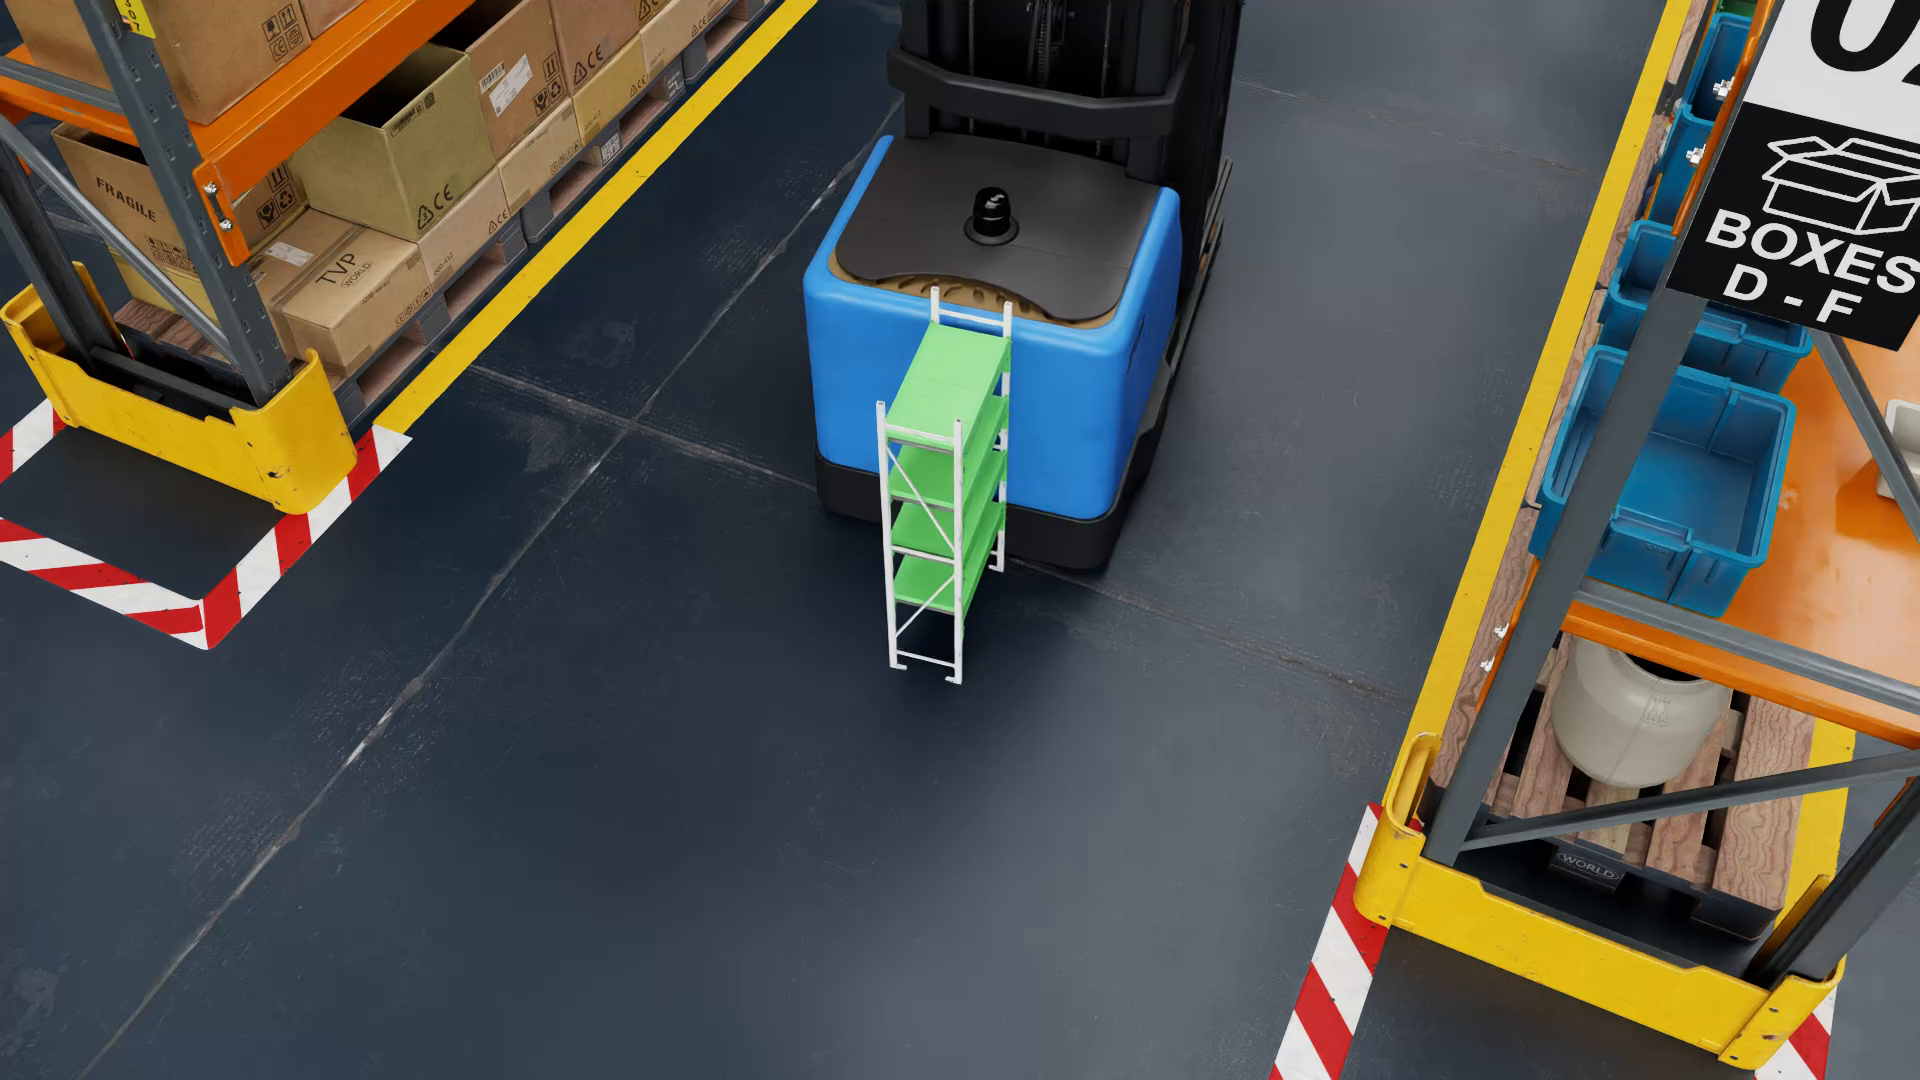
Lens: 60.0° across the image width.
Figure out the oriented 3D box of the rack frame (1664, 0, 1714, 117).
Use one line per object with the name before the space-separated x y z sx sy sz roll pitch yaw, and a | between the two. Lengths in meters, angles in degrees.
rack frame | 3.447 -2.509 5.915 1.000 3.000 0.127 20 52 16

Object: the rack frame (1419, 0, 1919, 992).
rack frame | 1.738 0.245 3.572 1.000 3.000 0.127 20 52 16

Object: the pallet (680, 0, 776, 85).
pallet | -1.408 -2.686 7.897 1.003 0.211 1.213 20 52 16

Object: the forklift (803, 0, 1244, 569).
forklift | 0.423 -2.004 5.531 1.130 2.935 3.031 13 51 11

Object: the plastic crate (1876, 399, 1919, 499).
plastic crate | 2.411 -0.181 4.107 0.298 0.136 0.250 20 52 16

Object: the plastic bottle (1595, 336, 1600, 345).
plastic bottle | 2.259 -0.587 5.779 0.152 0.276 0.135 20 53 16

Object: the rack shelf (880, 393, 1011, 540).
rack shelf | -0.038 -0.247 4.941 0.258 0.148 0.480 13 51 11

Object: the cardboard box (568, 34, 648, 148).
cardboard box | -1.666 -1.943 6.964 0.500 0.250 0.500 20 52 16

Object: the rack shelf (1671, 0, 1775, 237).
rack shelf | 2.592 -1.871 3.875 1.077 0.370 4.000 20 52 16

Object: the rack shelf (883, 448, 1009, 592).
rack shelf | -0.038 -0.092 5.124 0.258 0.148 0.480 13 51 11

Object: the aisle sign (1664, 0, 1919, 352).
aisle sign | 1.439 -0.644 2.622 0.394 0.787 0.004 20 52 16

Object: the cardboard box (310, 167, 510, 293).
cardboard box | -2.098 -1.256 6.379 0.500 0.250 0.500 20 52 16

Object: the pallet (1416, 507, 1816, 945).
pallet | 2.080 0.524 5.166 1.003 0.211 1.213 20 52 16

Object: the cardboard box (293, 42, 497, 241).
cardboard box | -2.097 -1.499 6.093 0.500 0.500 0.500 20 52 16

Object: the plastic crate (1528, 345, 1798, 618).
plastic crate | 1.681 -0.149 4.004 0.499 0.251 0.616 20 52 16

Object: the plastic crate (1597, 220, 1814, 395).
plastic crate | 1.964 -0.594 4.383 0.499 0.251 0.408 20 52 16

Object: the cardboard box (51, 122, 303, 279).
cardboard box | -2.779 -1.323 5.944 0.500 0.500 0.500 20 52 16

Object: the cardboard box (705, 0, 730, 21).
cardboard box | -1.253 -2.637 7.554 0.500 0.250 0.500 20 52 16

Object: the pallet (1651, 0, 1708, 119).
pallet | 3.747 -2.159 7.448 1.003 0.211 1.213 20 52 16

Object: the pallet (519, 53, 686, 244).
pallet | -1.928 -1.843 7.179 1.003 0.211 1.213 20 52 16

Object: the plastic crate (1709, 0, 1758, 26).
plastic crate | 2.612 -1.598 5.279 0.450 0.188 0.662 20 52 16

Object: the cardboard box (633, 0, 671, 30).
cardboard box | -1.465 -2.535 6.975 0.500 0.500 0.500 20 52 16

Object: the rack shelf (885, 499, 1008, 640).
rack shelf | -0.038 0.064 5.307 0.258 0.148 0.480 13 51 11

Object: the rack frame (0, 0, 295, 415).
rack frame | -2.739 -1.369 4.945 1.000 3.000 0.127 20 52 16

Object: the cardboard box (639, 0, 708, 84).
cardboard box | -1.453 -2.288 7.257 0.500 0.250 0.500 20 52 16

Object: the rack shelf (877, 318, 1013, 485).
rack shelf | -0.038 -0.403 4.759 0.258 0.148 0.480 13 51 11

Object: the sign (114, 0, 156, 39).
sign | -2.240 -1.490 4.428 0.100 0.325 0.005 20 52 16

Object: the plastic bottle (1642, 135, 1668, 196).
plastic bottle | 2.801 -1.461 6.523 0.152 0.276 0.135 22 53 17

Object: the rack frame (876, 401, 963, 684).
rack frame | -0.110 0.045 4.924 0.240 1.200 0.015 13 51 11

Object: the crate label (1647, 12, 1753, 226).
crate label | 2.280 -1.122 4.712 0.502 0.435 0.616 20 52 16

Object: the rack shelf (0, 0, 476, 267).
rack shelf | -1.885 -2.513 6.391 1.077 0.370 4.000 20 52 16

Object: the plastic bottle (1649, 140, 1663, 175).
plastic bottle | 2.828 -1.528 6.629 0.097 0.201 0.097 0 50 0

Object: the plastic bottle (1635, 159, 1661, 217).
plastic bottle | 2.727 -1.372 6.399 0.144 0.351 0.185 21 53 17

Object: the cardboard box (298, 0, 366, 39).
cardboard box | -2.308 -2.082 5.486 0.700 0.500 0.500 21 53 17

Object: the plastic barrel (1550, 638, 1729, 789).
plastic barrel | 1.950 0.437 4.766 0.421 0.512 0.421 0 50 0

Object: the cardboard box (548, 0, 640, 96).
cardboard box | -1.665 -2.186 6.678 0.500 0.500 0.500 20 52 16

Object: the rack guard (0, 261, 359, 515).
rack guard | -2.749 -0.542 5.883 1.175 0.500 0.348 20 52 16

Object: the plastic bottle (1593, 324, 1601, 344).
plastic bottle | 2.385 -0.822 5.930 0.144 0.351 0.185 22 53 18

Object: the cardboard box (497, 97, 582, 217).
cardboard box | -1.884 -1.601 6.672 0.500 0.250 0.500 20 52 16

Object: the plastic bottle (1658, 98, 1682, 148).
plastic bottle | 2.914 -1.691 6.722 0.097 0.271 0.097 0 50 0

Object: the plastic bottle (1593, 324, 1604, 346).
plastic bottle | 2.318 -0.682 5.860 0.152 0.276 0.135 18 52 15

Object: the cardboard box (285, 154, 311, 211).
cardboard box | -2.574 -1.428 6.525 0.500 0.250 0.500 20 52 16

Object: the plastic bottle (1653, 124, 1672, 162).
plastic bottle | 2.871 -1.598 6.689 0.097 0.201 0.097 0 50 0

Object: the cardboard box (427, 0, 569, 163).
cardboard box | -1.895 -1.847 6.390 0.500 0.500 0.500 20 52 16

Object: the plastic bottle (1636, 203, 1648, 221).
plastic bottle | 2.538 -1.120 6.229 0.061 0.283 0.133 22 53 18

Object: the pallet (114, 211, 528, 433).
pallet | -2.450 -1.006 6.467 1.003 0.211 1.213 20 52 16

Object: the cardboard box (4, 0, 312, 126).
cardboard box | -2.528 -1.719 5.177 0.700 0.500 0.500 20 52 16

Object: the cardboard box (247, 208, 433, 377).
cardboard box | -2.309 -0.911 6.085 0.500 0.250 0.500 20 52 16

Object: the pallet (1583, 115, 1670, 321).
pallet | 3.122 -1.157 6.596 1.003 0.211 1.213 20 52 16

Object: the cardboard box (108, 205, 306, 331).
cardboard box | -2.777 -1.079 6.229 0.500 0.250 0.500 20 52 16

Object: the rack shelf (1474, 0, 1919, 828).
rack shelf | 2.592 -0.899 5.018 1.077 0.370 4.000 20 52 16

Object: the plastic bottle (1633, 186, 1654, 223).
plastic bottle | 2.646 -1.242 6.288 0.144 0.351 0.185 18 52 15

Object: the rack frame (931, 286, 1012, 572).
rack frame | 0.033 -0.311 5.227 0.240 1.200 0.015 13 51 11

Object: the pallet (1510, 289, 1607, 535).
pallet | 2.602 -0.313 5.878 1.003 0.211 1.213 20 52 16

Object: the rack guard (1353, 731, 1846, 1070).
rack guard | 1.728 0.988 4.581 1.175 0.500 0.348 20 52 16

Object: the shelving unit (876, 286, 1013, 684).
shelving unit | -0.038 -0.133 5.076 0.258 1.200 0.503 13 51 11
